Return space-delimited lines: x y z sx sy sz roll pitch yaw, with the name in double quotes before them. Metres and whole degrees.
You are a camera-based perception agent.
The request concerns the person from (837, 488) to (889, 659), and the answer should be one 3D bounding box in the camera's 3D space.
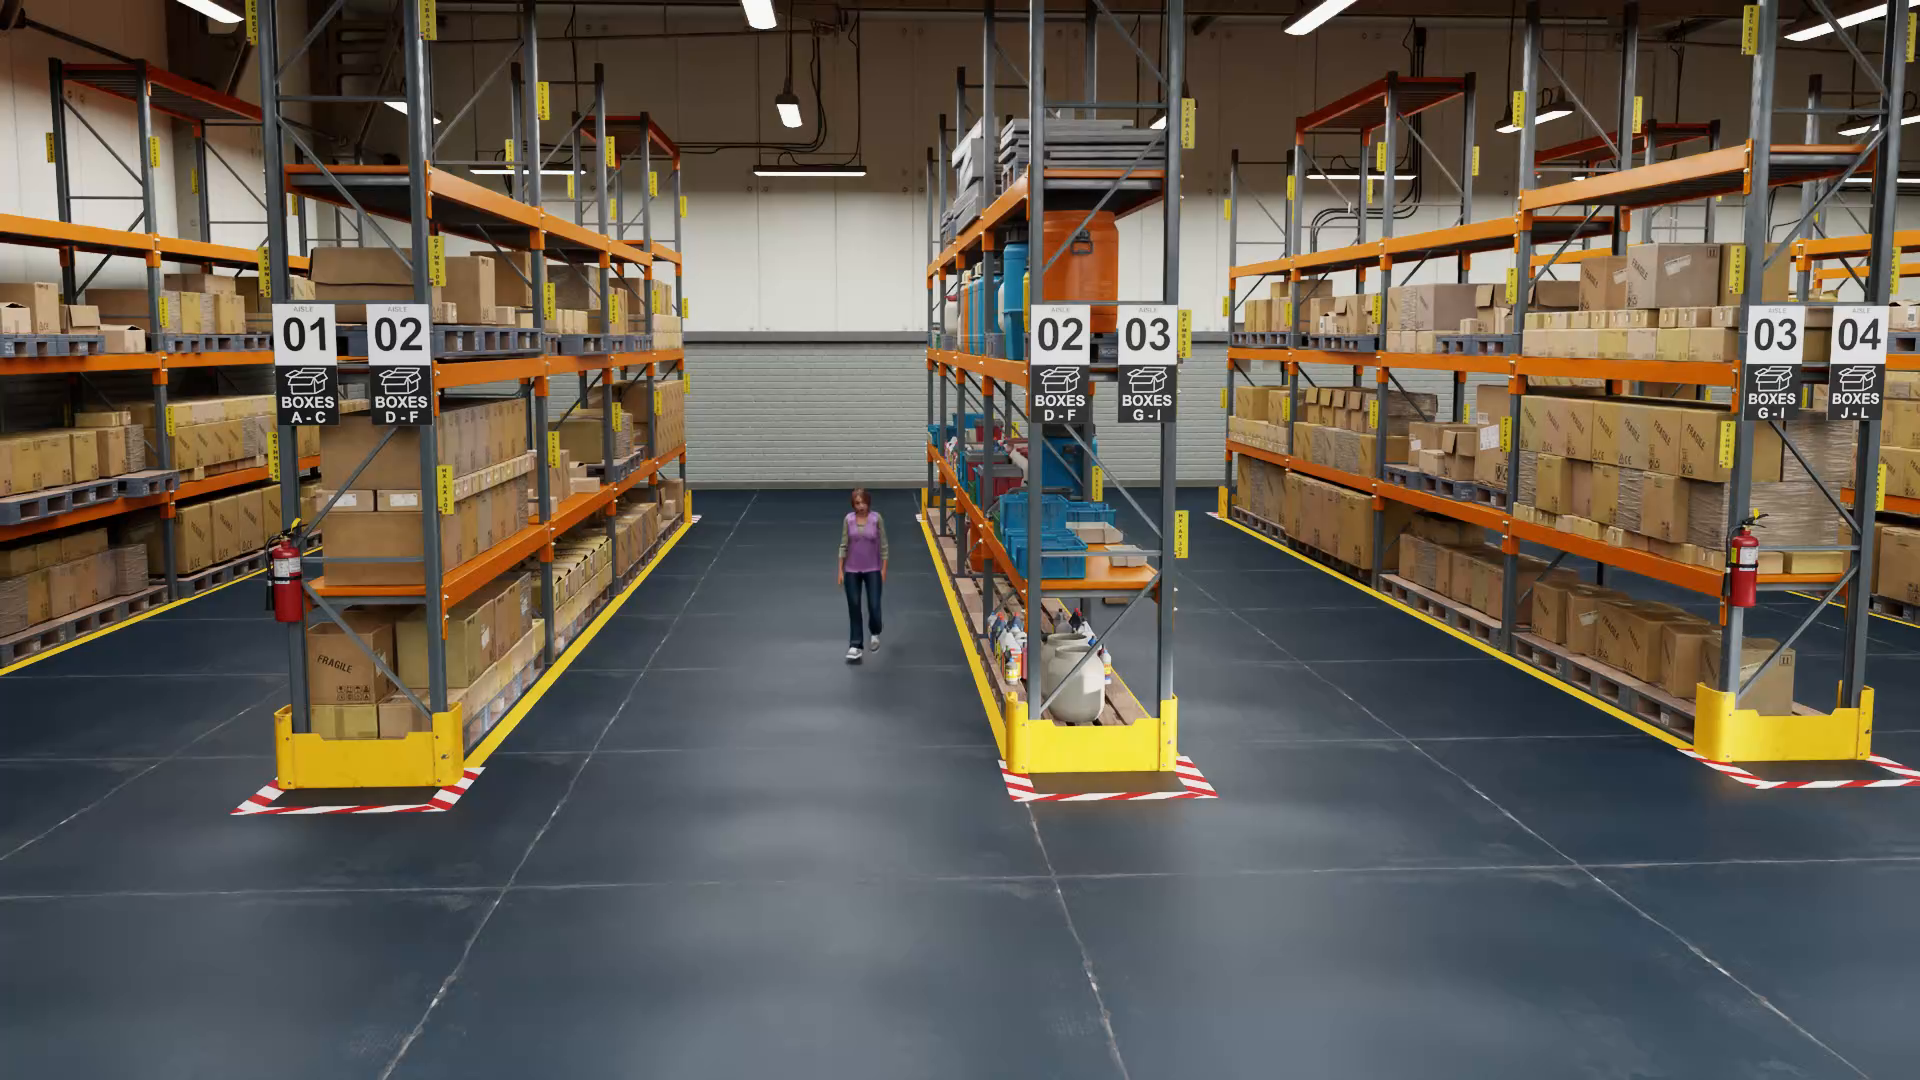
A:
"person" -0.887 0.302 15.374 0.459 1.583 0.443 1 7 8
